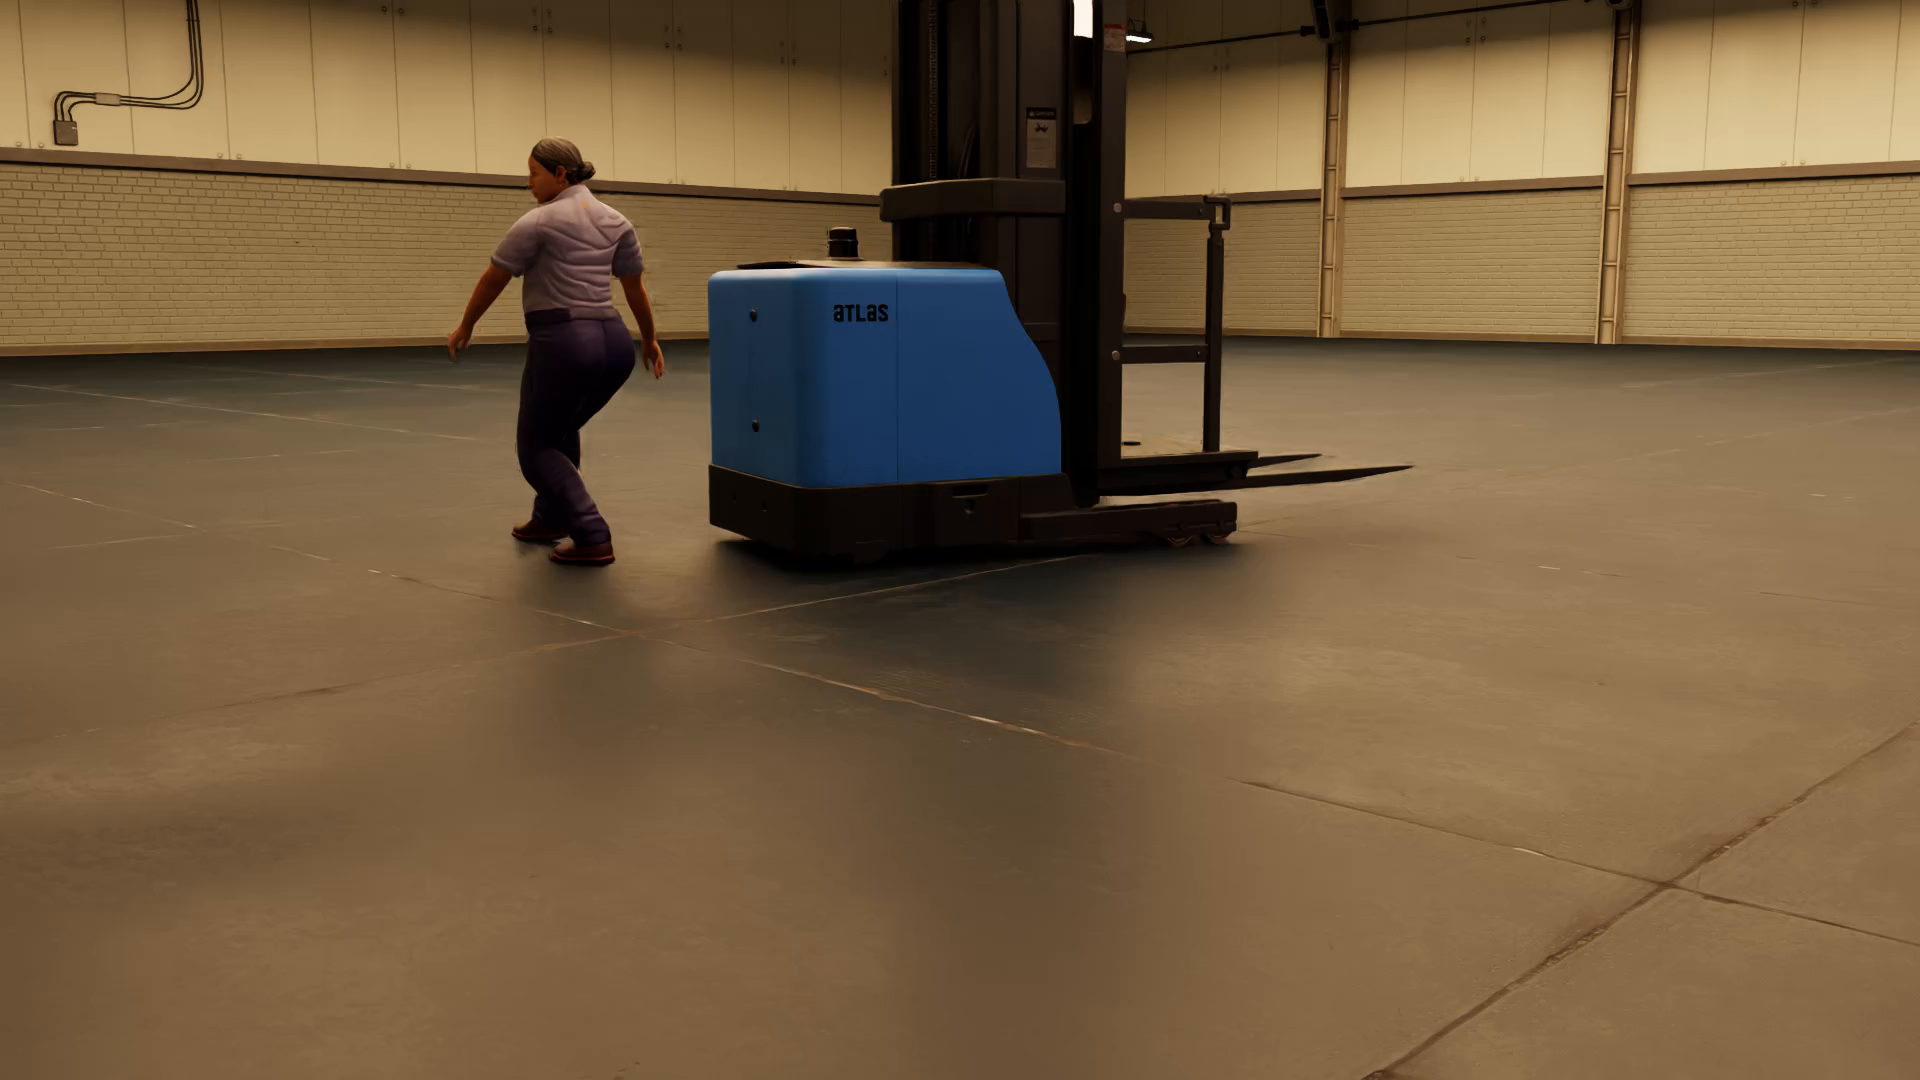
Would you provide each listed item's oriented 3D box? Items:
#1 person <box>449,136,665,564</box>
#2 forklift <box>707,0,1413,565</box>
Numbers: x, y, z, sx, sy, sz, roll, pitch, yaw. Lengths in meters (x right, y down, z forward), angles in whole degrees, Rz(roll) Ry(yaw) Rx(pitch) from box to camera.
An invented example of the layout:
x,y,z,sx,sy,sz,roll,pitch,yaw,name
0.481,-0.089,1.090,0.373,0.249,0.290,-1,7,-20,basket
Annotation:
x,y,z,sx,sy,sz,roll,pitch,yaw,name
-1.542,-0.728,6.334,0.810,1.555,0.723,5,10,28,person
0.534,-1.493,6.791,3.031,2.935,1.130,-5,10,-28,forklift
